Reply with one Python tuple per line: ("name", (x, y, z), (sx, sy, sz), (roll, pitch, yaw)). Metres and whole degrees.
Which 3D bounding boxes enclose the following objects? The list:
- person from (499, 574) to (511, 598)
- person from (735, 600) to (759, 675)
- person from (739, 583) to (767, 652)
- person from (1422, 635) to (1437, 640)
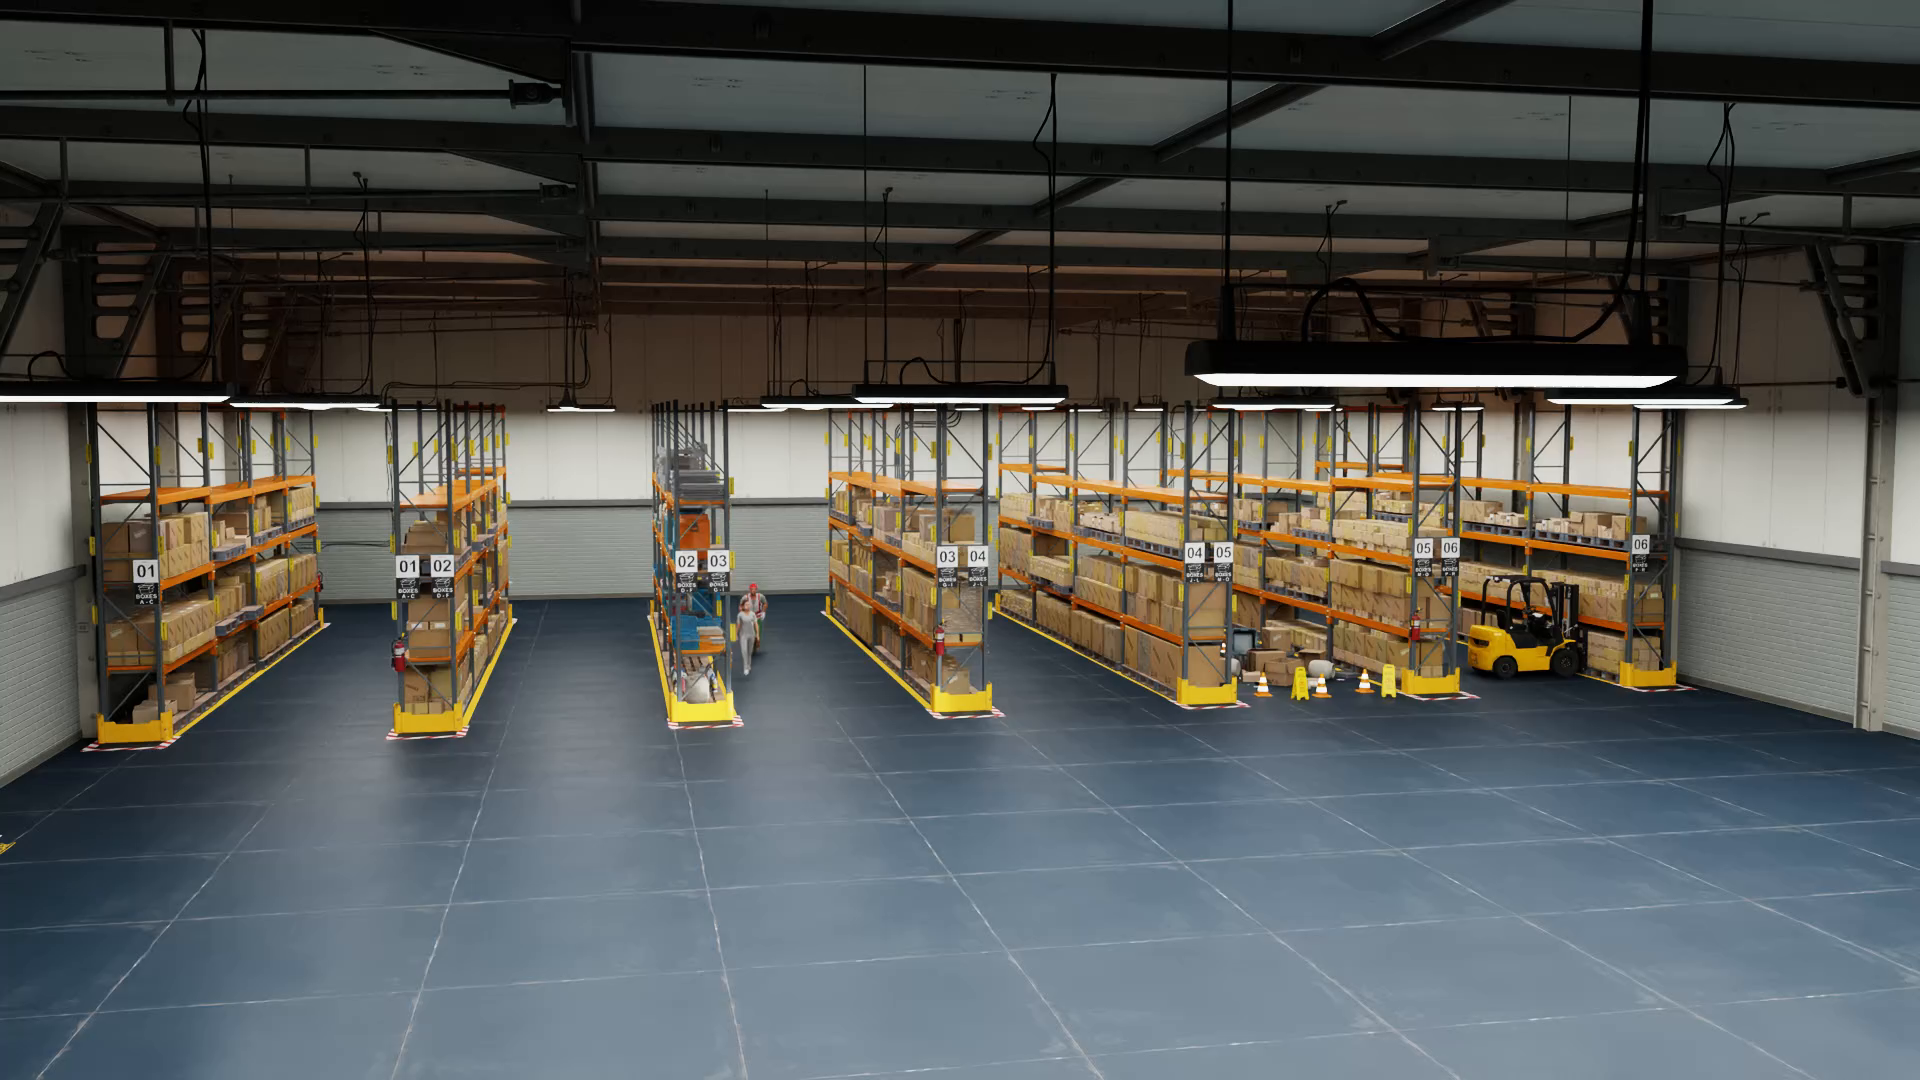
("person", (-13.396, 1.206, 48.338), (0.594, 1.784, 0.905), (-4, 6, -45))
("person", (-4.714, 2.104, 36.771), (0.502, 1.570, 0.895), (-2, 5, -20))
("person", (-4.983, 1.869, 40.048), (0.665, 1.687, 0.627), (0, 4, -3))
("person", (10.968, 1.954, 38.527), (0.611, 1.754, 0.692), (-3, 5, -34))
